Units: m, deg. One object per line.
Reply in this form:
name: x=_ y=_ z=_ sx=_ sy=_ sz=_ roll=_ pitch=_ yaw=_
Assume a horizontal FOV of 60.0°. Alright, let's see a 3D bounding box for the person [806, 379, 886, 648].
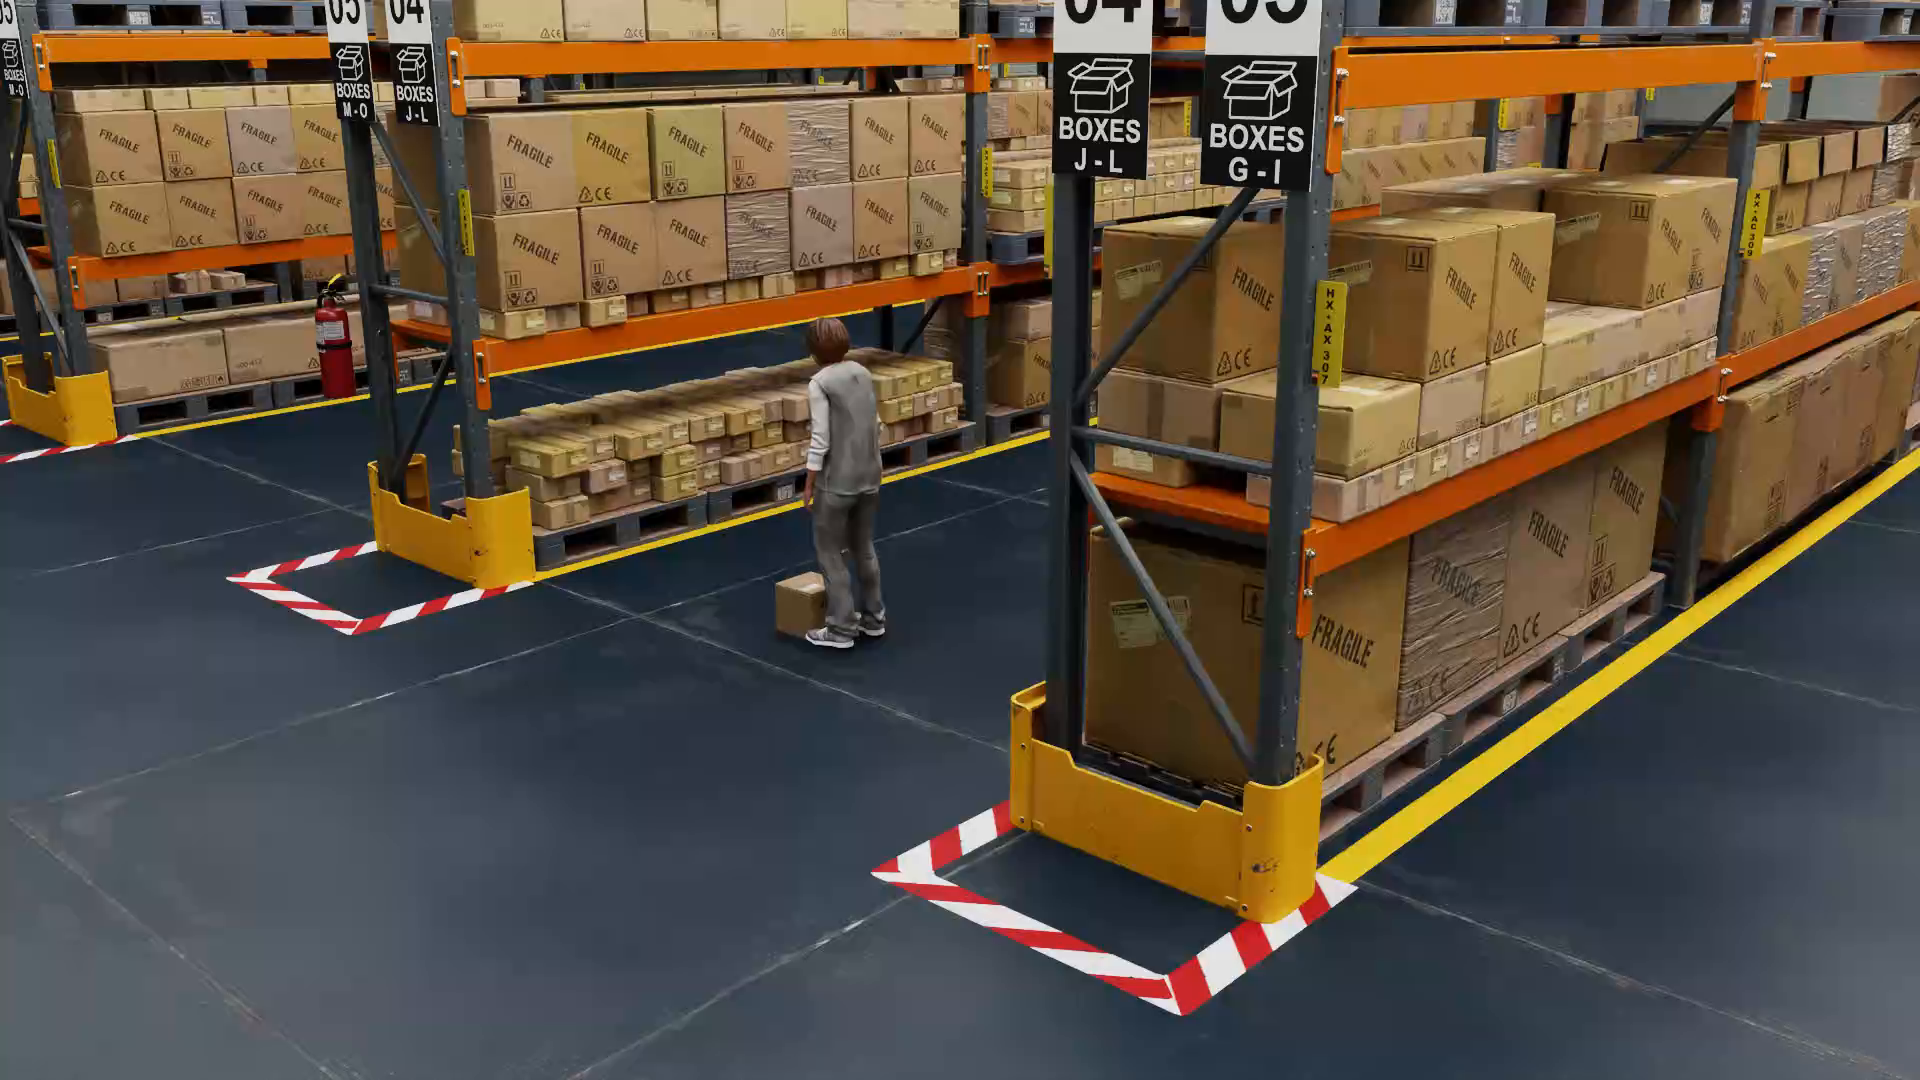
person: x=-0.556 y=-0.152 z=7.961 sx=0.318 sy=1.352 sz=0.473 roll=14 pitch=22 yaw=38
